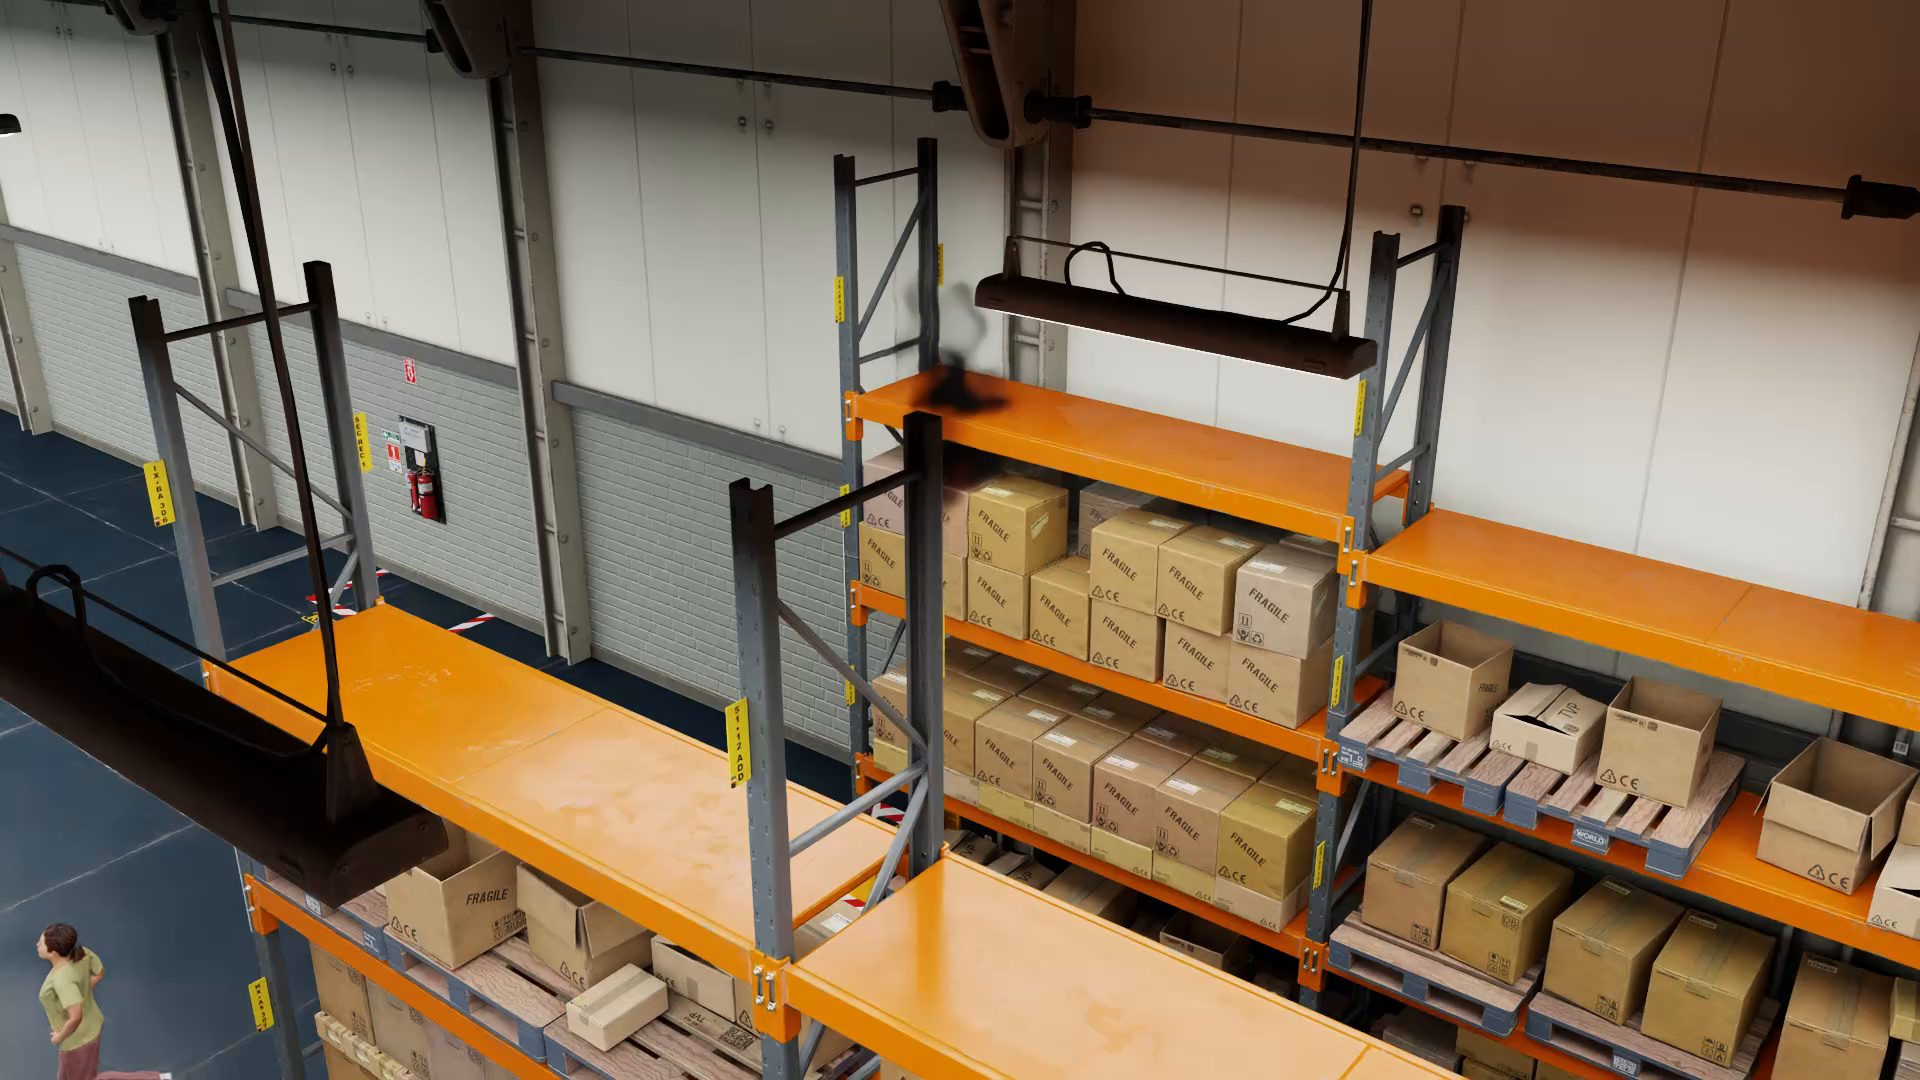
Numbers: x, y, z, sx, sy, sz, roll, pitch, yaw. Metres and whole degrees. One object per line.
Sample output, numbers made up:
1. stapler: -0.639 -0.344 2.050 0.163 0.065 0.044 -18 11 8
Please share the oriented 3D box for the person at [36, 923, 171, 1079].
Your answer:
1. person: -5.579 3.182 10.706 0.760 1.665 0.593 -5 23 -12
